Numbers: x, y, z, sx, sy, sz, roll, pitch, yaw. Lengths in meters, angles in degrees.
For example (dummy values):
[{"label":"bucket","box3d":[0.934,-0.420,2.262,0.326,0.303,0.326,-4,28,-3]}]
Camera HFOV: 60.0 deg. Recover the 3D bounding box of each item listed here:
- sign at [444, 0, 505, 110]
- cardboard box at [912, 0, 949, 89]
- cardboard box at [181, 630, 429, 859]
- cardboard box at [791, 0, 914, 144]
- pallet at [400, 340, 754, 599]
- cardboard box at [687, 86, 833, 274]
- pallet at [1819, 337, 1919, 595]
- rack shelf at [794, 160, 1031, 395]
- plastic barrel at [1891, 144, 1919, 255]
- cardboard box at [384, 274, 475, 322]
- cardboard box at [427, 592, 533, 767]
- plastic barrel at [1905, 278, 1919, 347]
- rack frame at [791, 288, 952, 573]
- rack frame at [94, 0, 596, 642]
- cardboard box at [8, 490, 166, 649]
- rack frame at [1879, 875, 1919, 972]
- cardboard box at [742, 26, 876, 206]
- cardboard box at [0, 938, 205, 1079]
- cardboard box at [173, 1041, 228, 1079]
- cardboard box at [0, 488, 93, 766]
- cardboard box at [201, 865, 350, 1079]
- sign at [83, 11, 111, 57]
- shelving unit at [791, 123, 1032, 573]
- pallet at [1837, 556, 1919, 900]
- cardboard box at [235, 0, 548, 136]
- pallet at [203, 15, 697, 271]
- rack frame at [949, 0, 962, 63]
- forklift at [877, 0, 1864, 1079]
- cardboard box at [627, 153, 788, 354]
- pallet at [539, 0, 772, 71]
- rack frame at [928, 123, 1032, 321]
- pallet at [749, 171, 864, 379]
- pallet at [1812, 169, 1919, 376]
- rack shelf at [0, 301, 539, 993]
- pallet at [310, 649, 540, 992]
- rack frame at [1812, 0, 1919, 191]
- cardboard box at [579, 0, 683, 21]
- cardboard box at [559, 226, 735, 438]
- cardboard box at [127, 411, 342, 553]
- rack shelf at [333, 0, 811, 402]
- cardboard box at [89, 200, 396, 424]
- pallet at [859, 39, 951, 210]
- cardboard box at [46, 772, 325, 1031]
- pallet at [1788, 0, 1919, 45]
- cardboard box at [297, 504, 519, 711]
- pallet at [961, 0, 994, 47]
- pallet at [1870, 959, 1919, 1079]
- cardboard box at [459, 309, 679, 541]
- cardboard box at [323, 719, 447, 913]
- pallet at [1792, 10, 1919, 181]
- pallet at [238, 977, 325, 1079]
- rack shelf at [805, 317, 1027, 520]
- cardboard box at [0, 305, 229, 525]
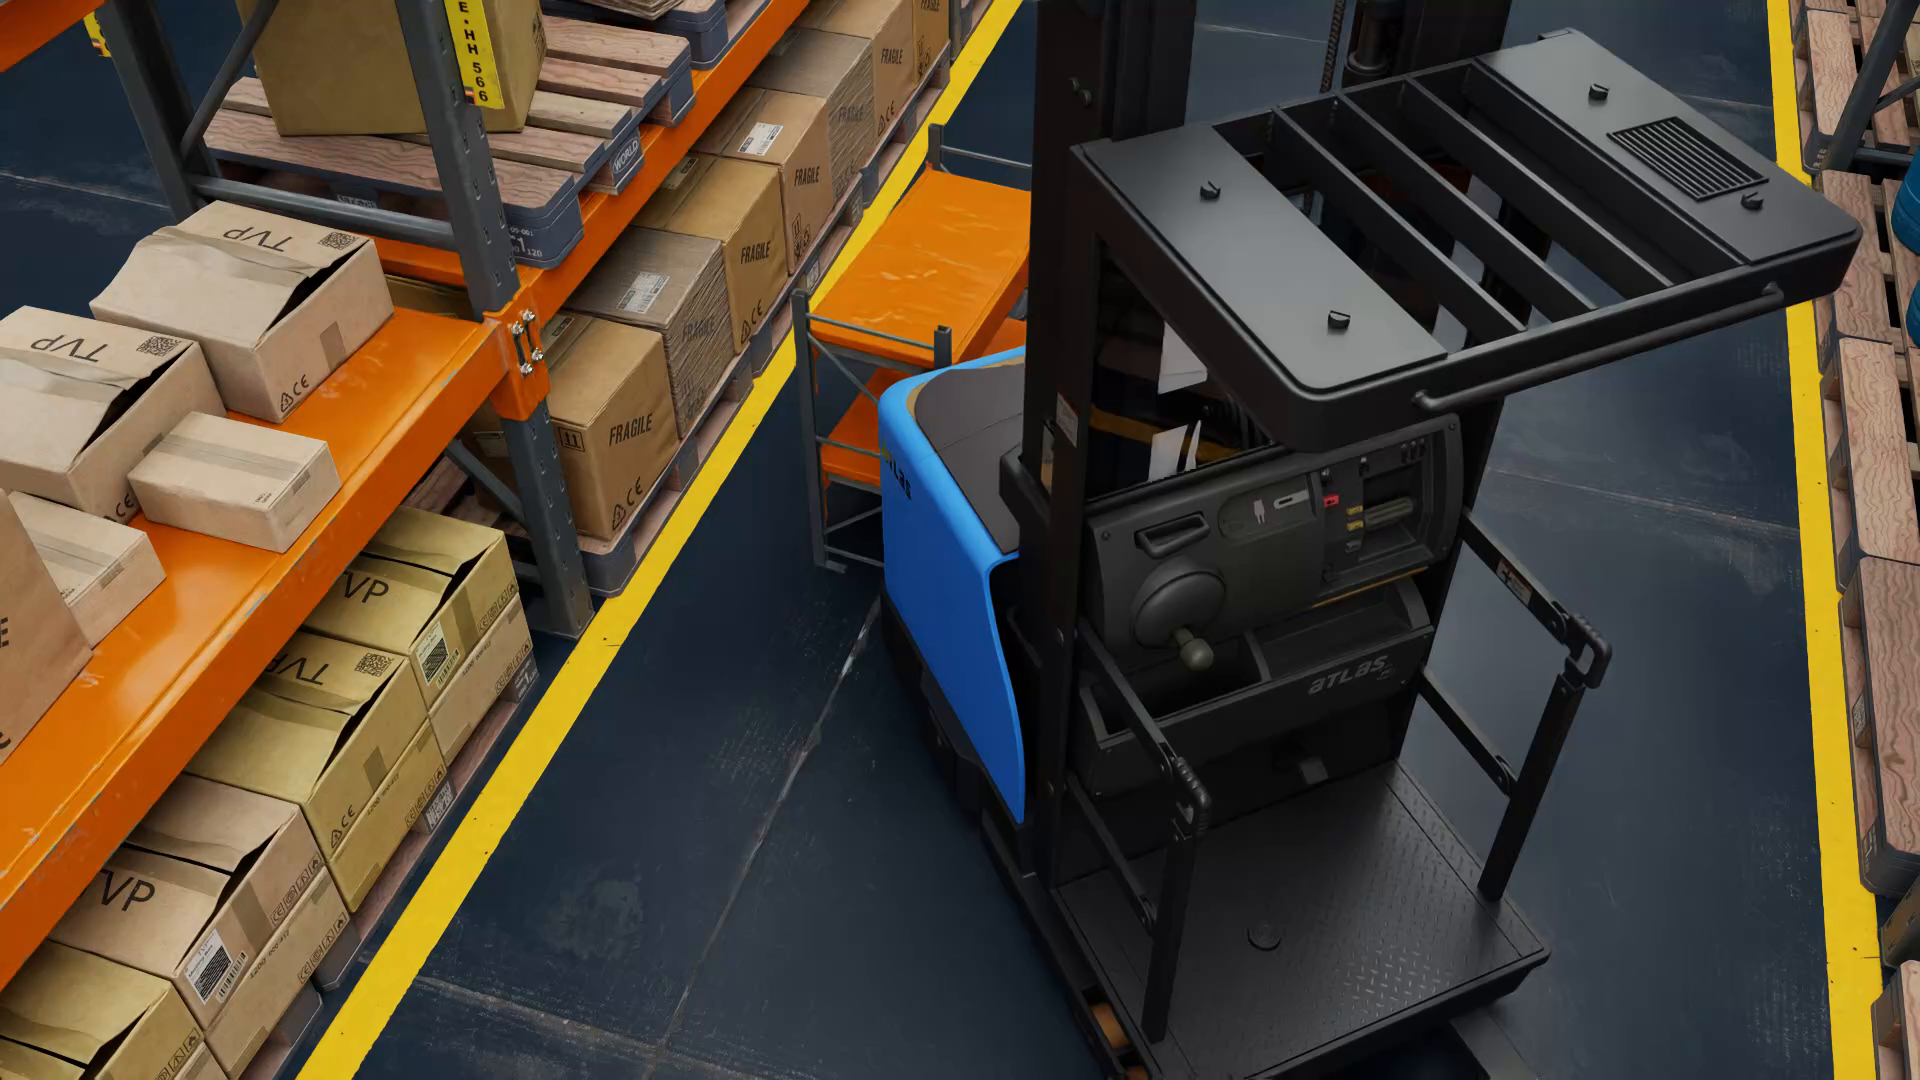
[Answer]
[{"label":"sign","box3d":[-1.169,-1.186,3.990,0.100,0.325,0.005,13,46,13]},{"label":"cardboard box","box3d":[-0.364,-2.428,7.559,0.500,0.500,0.500,12,46,12]},{"label":"cardboard box","box3d":[-1.774,0.494,4.366,0.500,0.311,0.500,12,46,12]},{"label":"cardboard box","box3d":[-0.522,-2.100,7.224,0.500,0.500,0.500,13,46,13]},{"label":"pallet","box3d":[-1.437,-0.381,5.988,1.003,0.211,1.213,13,46,13]},{"label":"cardboard box","box3d":[-0.826,-1.427,6.536,0.500,0.500,0.500,11,45,11]},{"label":"pallet","box3d":[3.591,-0.184,5.787,1.003,0.211,1.213,13,46,13]},{"label":"rack shelf","box3d":[-0.066,-0.801,5.346,0.538,0.278,1.000,16,47,16]},{"label":"plastic barrel","box3d":[4.051,-1.543,6.383,0.600,0.901,0.708,13,46,13]},{"label":"cardboard box","box3d":[-1.639,-0.825,5.921,0.500,0.500,0.500,14,46,14]},{"label":"cardboard box","box3d":[-1.626,0.347,4.916,0.500,0.250,0.500,14,46,13]},{"label":"plastic barrel","box3d":[3.837,-1.071,5.900,0.600,0.901,0.708,13,46,13]},{"label":"rack frame","box3d":[-0.261,-0.264,5.215,0.500,1.125,0.032,16,47,16]},{"label":"rack frame","box3d":[-1.699,-0.888,4.512,1.000,3.000,0.127,13,46,13]},{"label":"cardboard box","box3d":[-2.031,0.064,3.719,0.380,0.149,0.250,16,47,15]},{"label":"rack frame","box3d":[3.021,0.164,3.438,1.000,3.000,0.127,13,46,13]},{"label":"cardboard box","box3d":[-0.674,-1.766,6.883,0.500,0.500,0.500,13,46,13]},{"label":"cardboard box","box3d":[-2.083,1.163,3.682,0.500,0.311,0.500,14,46,14]},{"label":"cardboard box","box3d":[-2.087,1.370,3.871,0.500,0.250,0.500,13,46,13]},{"label":"cardboard box","box3d":[-2.191,0.198,3.331,0.500,0.500,0.500,10,45,10]},{"label":"cardboard box","box3d":[-1.934,1.026,4.222,0.500,0.250,0.500,14,46,13]},{"label":"sign","box3d":[-2.219,-1.382,4.246,0.100,0.325,0.005,13,46,13]},{"label":"shelving unit","box3d":[-0.066,-0.592,5.551,0.538,1.125,1.048,16,47,16]},{"label":"pallet","box3d":[3.220,0.626,4.959,1.003,0.211,1.213,13,46,13]},{"label":"cardboard box","box3d":[-1.616,-1.517,4.784,0.700,0.500,0.500,-1,44,-1]},{"label":"pallet","box3d":[-1.560,-1.286,5.057,1.213,0.211,1.003,13,46,13]},{"label":"rack frame","box3d":[-0.488,-3.554,7.237,1.000,3.000,0.127,13,46,13]},{"label":"forklift","box3d":[0.809,0.093,3.560,1.130,2.935,3.031,-17,47,-17]},{"label":"cardboard box","box3d":[-0.979,-1.078,6.179,0.500,0.500,0.500,12,46,12]},{"label":"pallet","box3d":[-1.114,-2.116,5.905,1.003,0.211,1.213,13,46,13]},{"label":"rack frame","box3d":[0.129,-0.920,5.886,0.500,1.125,0.032,16,47,16]},{"label":"pallet","box3d":[-1.065,-1.191,6.816,1.003,0.211,1.213,13,46,13]},{"label":"pallet","box3d":[3.959,-1.000,6.621,1.003,0.211,1.213,13,46,13]},{"label":"rack shelf","box3d":[-2.305,0.703,3.402,1.077,0.370,4.000,13,46,13]},{"label":"pallet","box3d":[-1.985,0.649,4.935,1.003,0.211,1.213,13,46,13]},{"label":"rack frame","box3d":[4.232,-2.502,6.162,1.000,3.000,0.127,13,46,13]},{"label":"cardboard box","box3d":[-1.157,-2.086,5.366,0.700,0.500,0.500,21,48,20]},{"label":"cardboard box","box3d":[-1.135,-0.745,5.839,0.500,0.500,0.500,11,45,11]},{"label":"cardboard box","box3d":[-1.708,-0.140,3.928,0.380,0.149,0.250,13,46,13]},{"label":"rack shelf","box3d":[-1.093,-1.964,6.126,1.077,0.370,4.000,13,46,13]},{"label":"cardboard box","box3d":[-1.851,-0.623,4.305,0.500,0.311,0.500,15,46,15]},{"label":"pallet","box3d":[-0.698,-2.007,7.650,1.003,0.211,1.213,13,46,13]},{"label":"cardboard box","box3d":[-1.929,0.829,4.022,0.500,0.311,0.500,12,46,12]},{"label":"pallet","box3d":[4.785,-2.820,8.481,1.003,0.211,1.213,13,46,13]},{"label":"cardboard box","box3d":[-1.623,0.146,4.721,0.500,0.311,0.500,14,46,14]},{"label":"pallet","box3d":[-0.279,-3.015,8.680,1.003,0.211,1.213,13,46,13]},{"label":"pallet","box3d":[2.749,1.669,3.894,1.003,0.211,1.213,13,46,13]},{"label":"cardboard box","box3d":[-1.289,-0.394,5.481,0.500,0.500,0.500,14,46,14]},{"label":"cardboard box","box3d":[-1.778,0.692,4.564,0.500,0.250,0.500,12,46,12]},{"label":"pallet","box3d":[4.418,-2.004,7.647,1.003,0.211,1.213,13,46,13]},{"label":"pallet","box3d":[-2.357,1.460,4.107,1.003,0.211,1.213,13,46,13]},{"label":"rack shelf","box3d":[-0.066,-0.417,5.722,0.538,0.278,1.000,16,47,16]},{"label":"cardboard box","box3d":[-2.154,-0.301,3.976,0.500,0.311,0.500,12,46,12]}]
